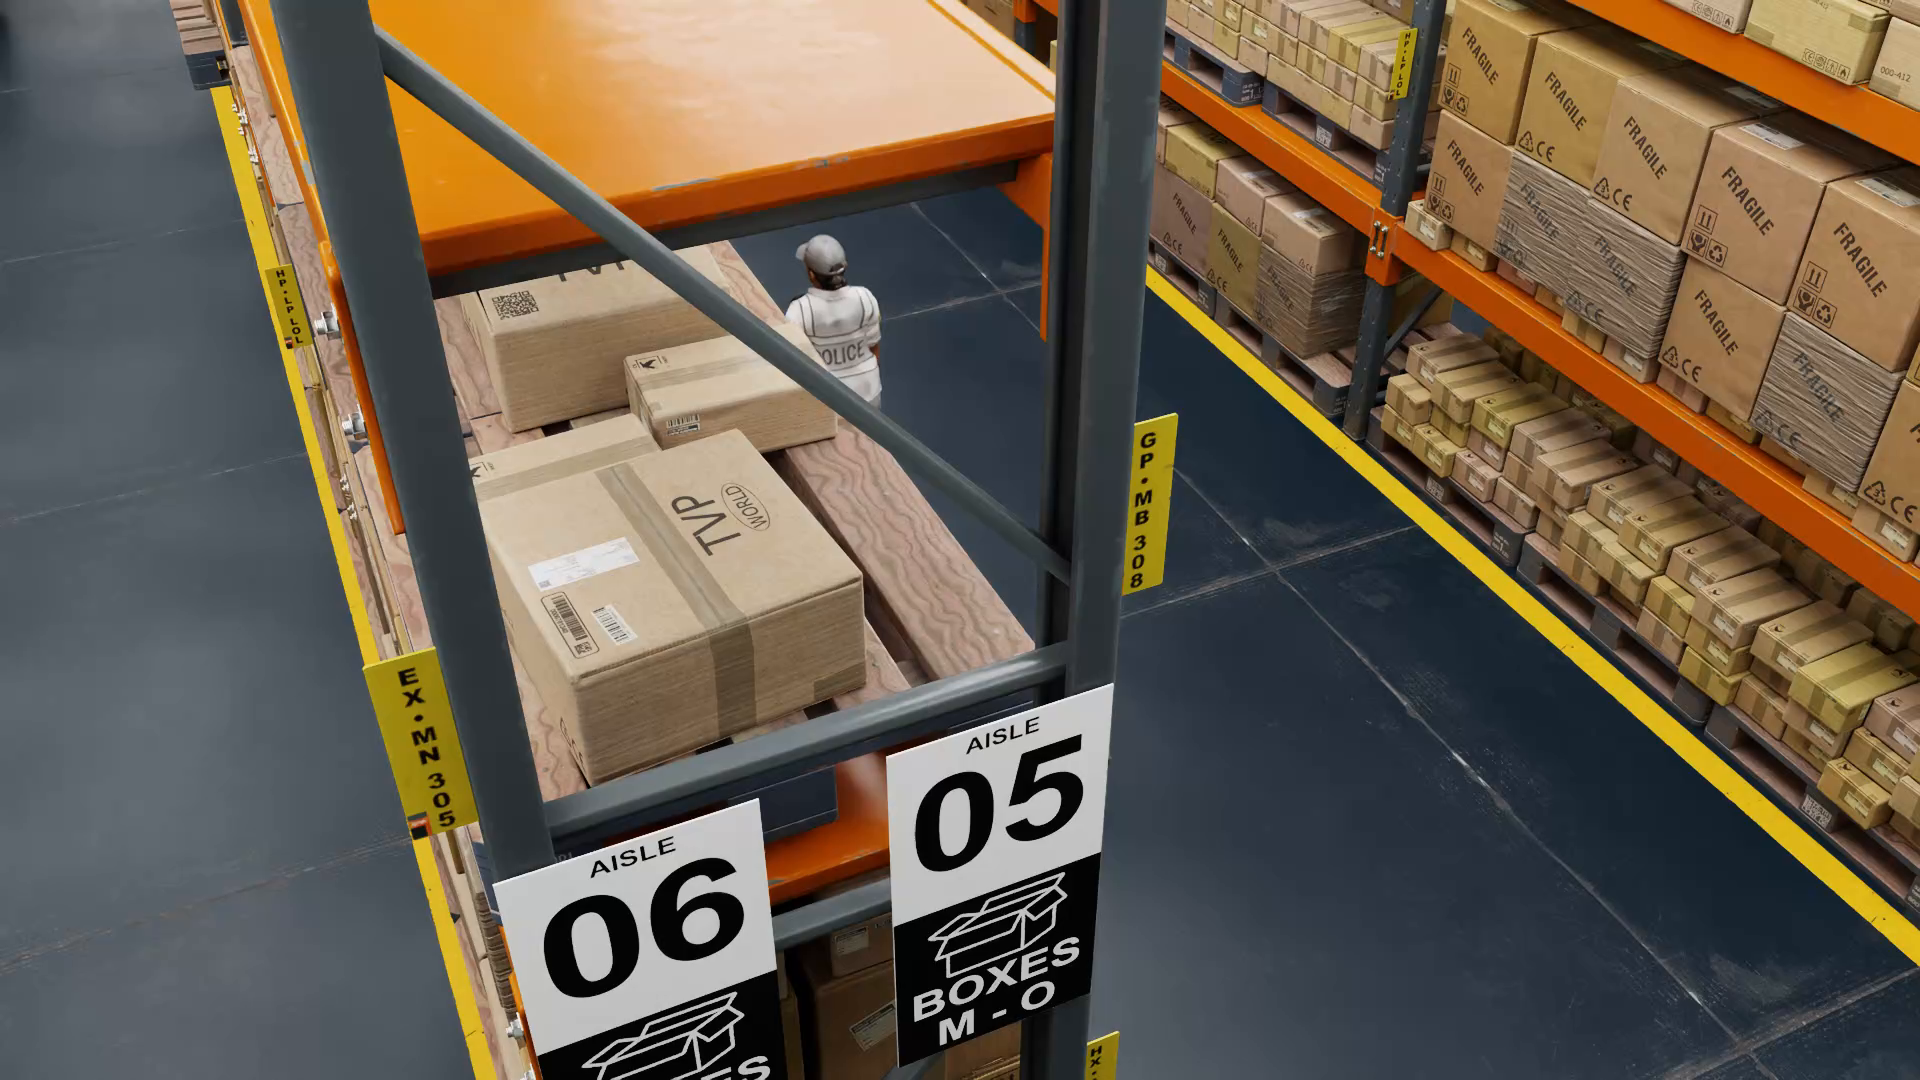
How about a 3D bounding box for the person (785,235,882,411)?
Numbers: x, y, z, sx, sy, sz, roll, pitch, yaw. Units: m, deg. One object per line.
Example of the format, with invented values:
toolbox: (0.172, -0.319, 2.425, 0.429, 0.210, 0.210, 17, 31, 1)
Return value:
person: (-0.597, -0.654, 7.720, 0.468, 1.666, 0.390, -15, 40, -19)
